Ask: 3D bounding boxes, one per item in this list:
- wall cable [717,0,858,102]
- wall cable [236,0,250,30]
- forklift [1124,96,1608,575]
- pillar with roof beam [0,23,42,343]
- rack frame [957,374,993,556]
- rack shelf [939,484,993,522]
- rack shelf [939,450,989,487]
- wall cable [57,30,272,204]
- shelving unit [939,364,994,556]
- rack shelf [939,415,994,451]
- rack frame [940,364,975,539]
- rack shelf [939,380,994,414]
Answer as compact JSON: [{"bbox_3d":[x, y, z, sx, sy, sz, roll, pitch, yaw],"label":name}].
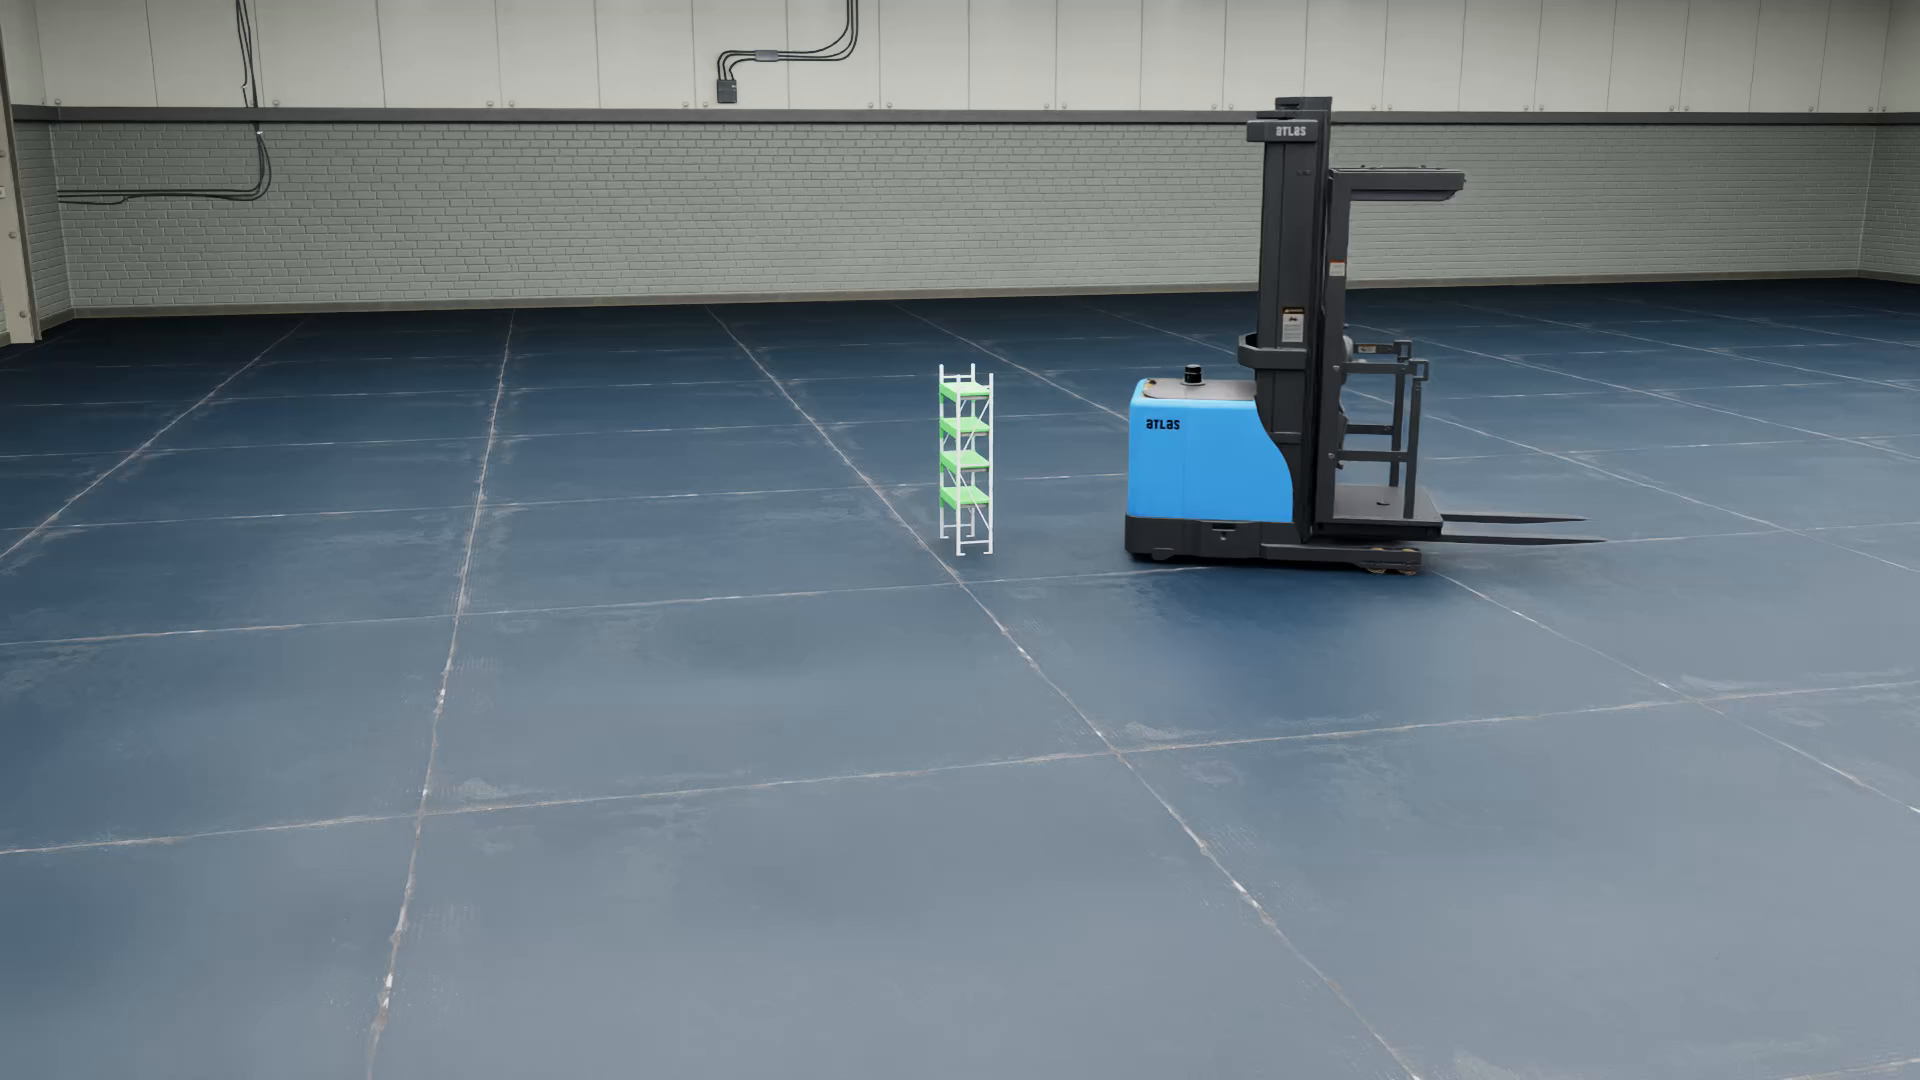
[{"bbox_3d":[-2.750,-9.976,26.132,2.305,6.003,0.169,-3,14,-13],"label":"wall cable"},{"bbox_3d":[-9.352,-8.894,24.771,3.097,2.526,0.112,-3,14,-13],"label":"wall cable"},{"bbox_3d":[2.639,-1.338,10.726,3.031,2.935,1.130,2,14,9],"label":"forklift"},{"bbox_3d":[-8.391,-7.285,22.283,9.100,9.000,0.400,-3,14,-13],"label":"pillar with roof beam"},{"bbox_3d":[0.096,-0.488,10.898,0.240,1.200,0.015,-3,14,-13],"label":"rack frame"},{"bbox_3d":[0.039,-0.249,11.200,0.258,0.148,0.480,-3,14,-13],"label":"rack shelf"},{"bbox_3d":[0.039,-0.483,11.144,0.258,0.148,0.480,-3,14,-13],"label":"rack shelf"},{"bbox_3d":[-11.982,-6.290,24.753,3.097,2.526,0.112,-3,14,-13],"label":"wall cable"},{"bbox_3d":[0.039,-0.545,11.128,0.258,1.200,0.503,-3,14,-13],"label":"shelving unit"},{"bbox_3d":[0.039,-0.716,11.087,0.258,0.148,0.480,-3,14,-13],"label":"rack shelf"},{"bbox_3d":[-0.018,-0.601,11.359,0.240,1.200,0.015,-3,14,-13],"label":"rack frame"},{"bbox_3d":[0.039,-0.949,11.030,0.258,0.148,0.480,-3,14,-13],"label":"rack shelf"}]
